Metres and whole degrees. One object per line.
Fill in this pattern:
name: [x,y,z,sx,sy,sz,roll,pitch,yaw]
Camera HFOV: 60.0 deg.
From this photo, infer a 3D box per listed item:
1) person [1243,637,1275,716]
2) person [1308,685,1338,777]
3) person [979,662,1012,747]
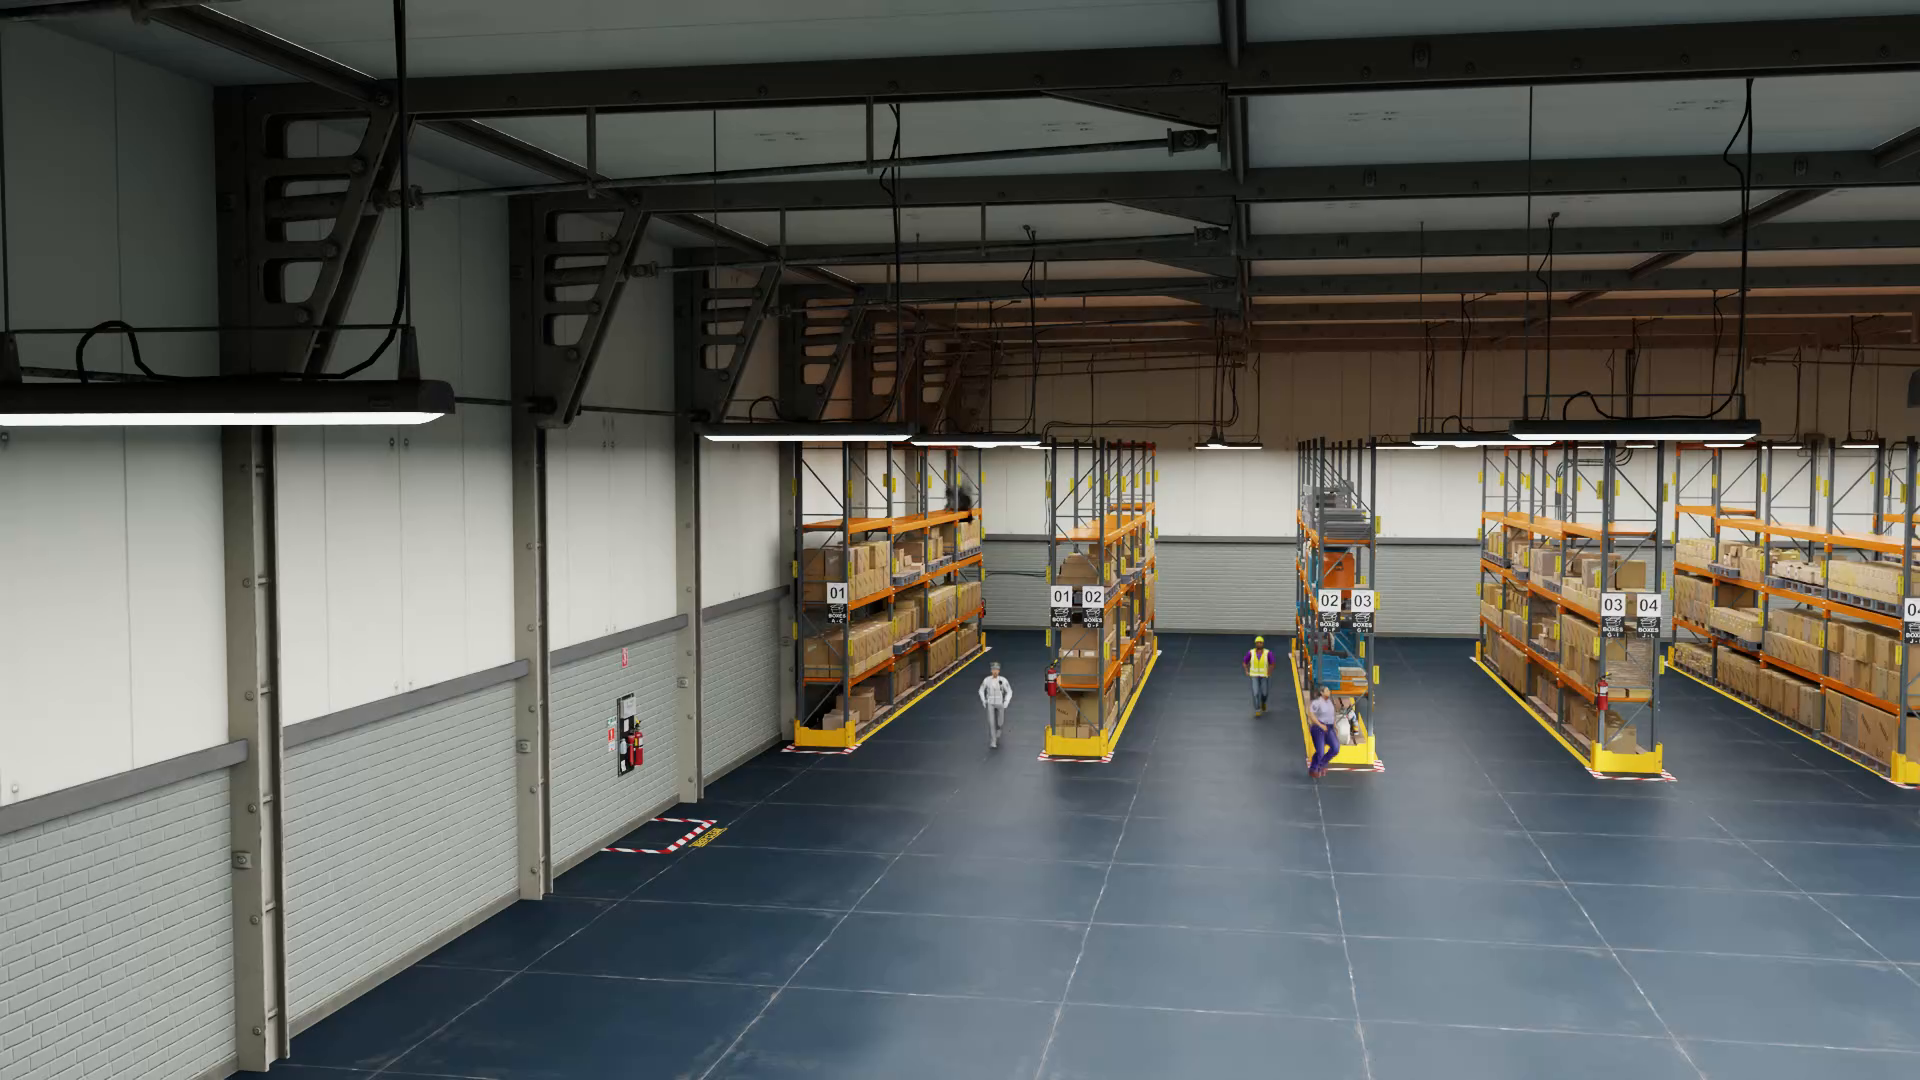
person: [6.481,2.954,36.070,0.700,1.719,0.591,1,3,11]
person: [6.433,3.372,29.337,0.644,1.596,0.480,-2,4,-31]
person: [0.685,3.181,32.345,0.656,1.636,0.614,0,3,3]
